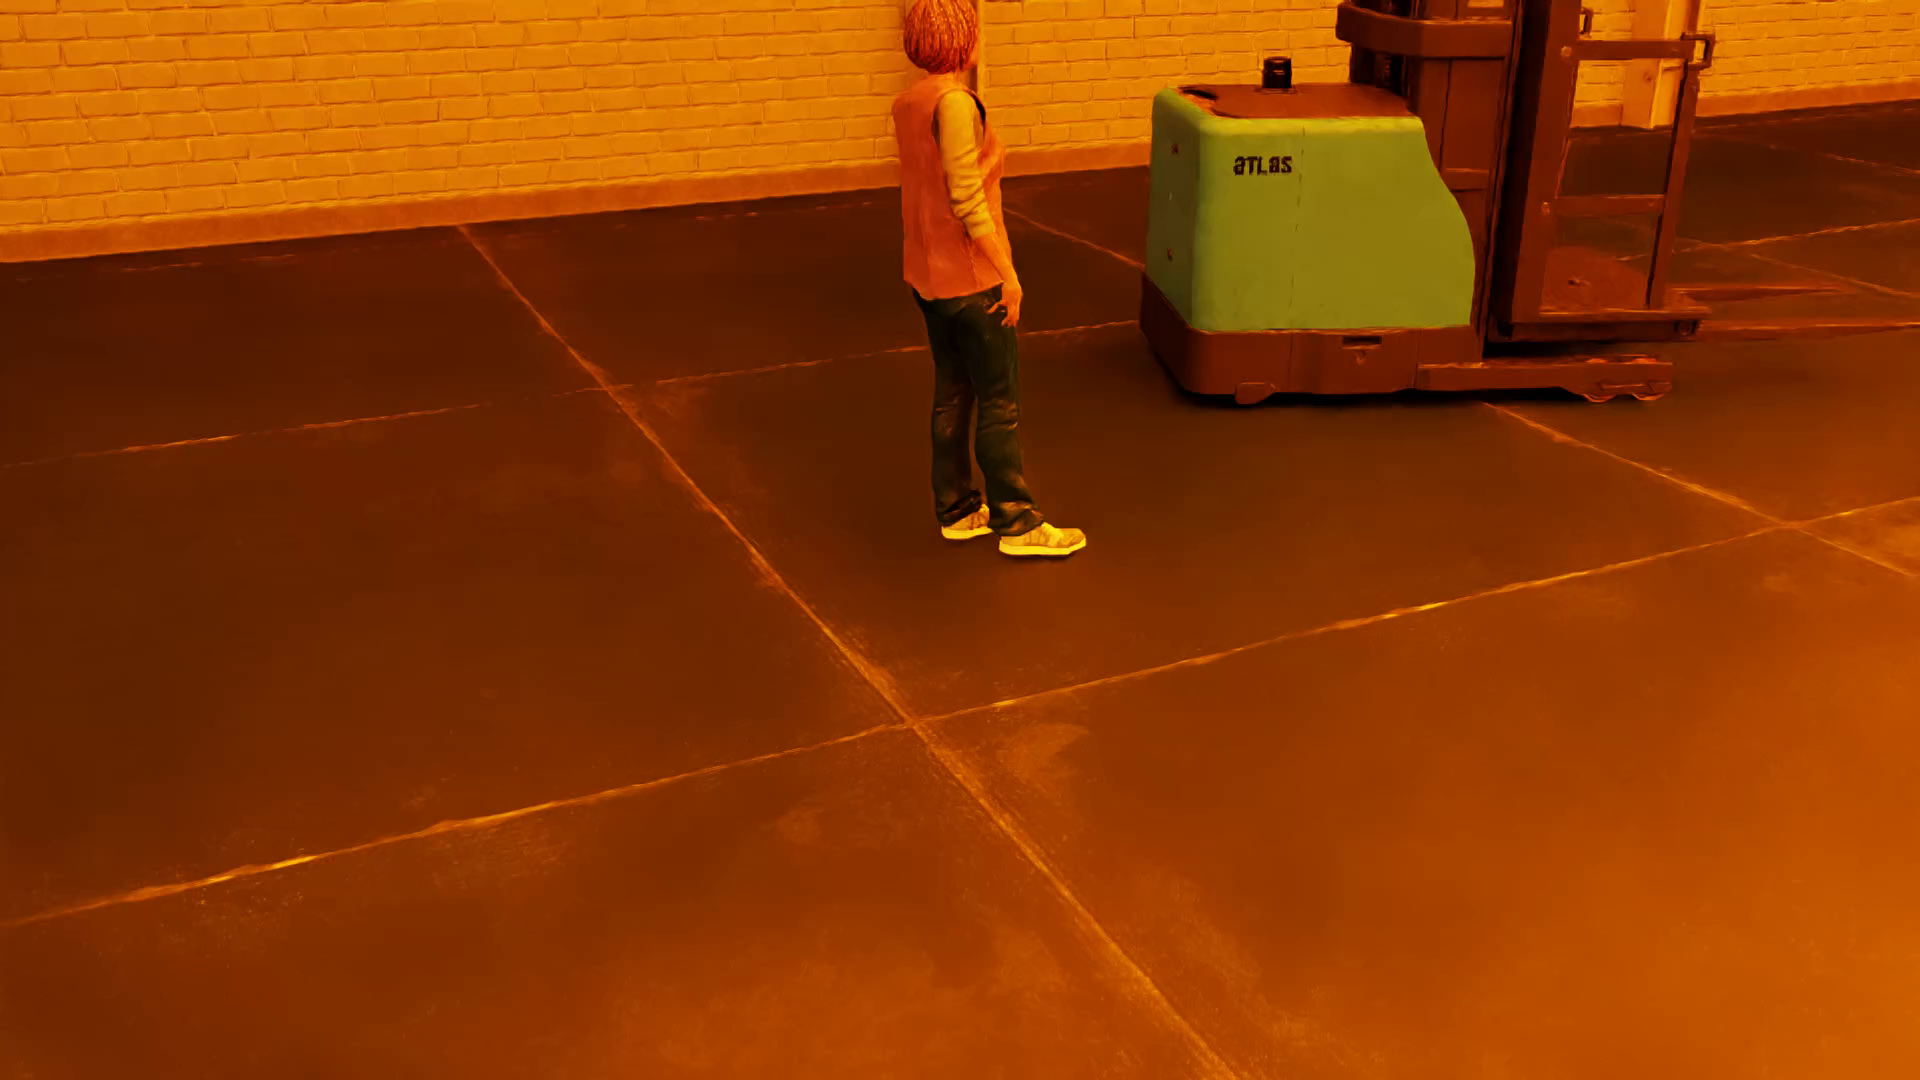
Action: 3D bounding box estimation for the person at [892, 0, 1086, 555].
[{"bbox_3d":[0.073,-0.751,4.815,0.474,1.597,0.520,-10,25,-23],"label":"person"}]

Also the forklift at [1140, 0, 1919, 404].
[{"bbox_3d":[2.315,-2.082,6.298,3.031,2.935,1.130,-2,23,-5],"label":"forklift"}]
